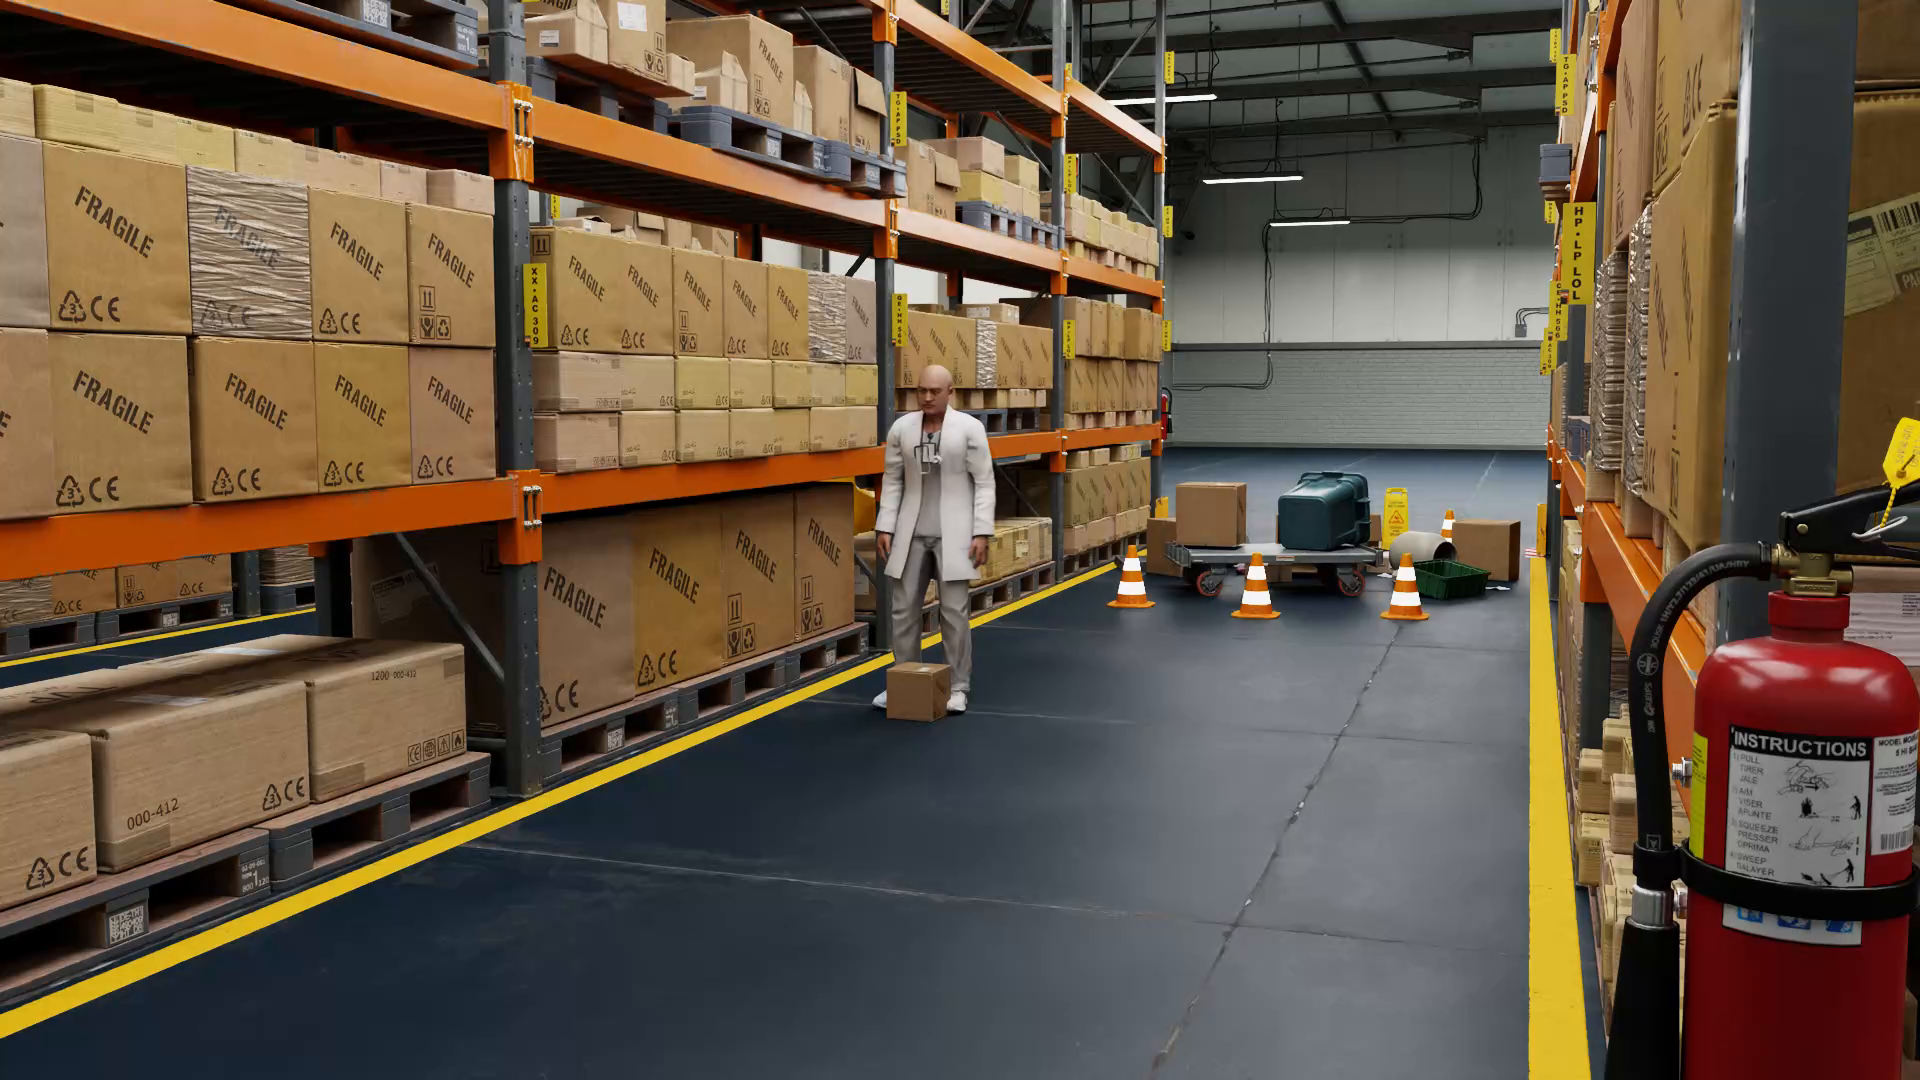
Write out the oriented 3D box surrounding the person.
[{"bbox_3d":[-0.131,-0.013,8.582,0.648,1.774,0.418,2,5,18],"label":"person"}]
